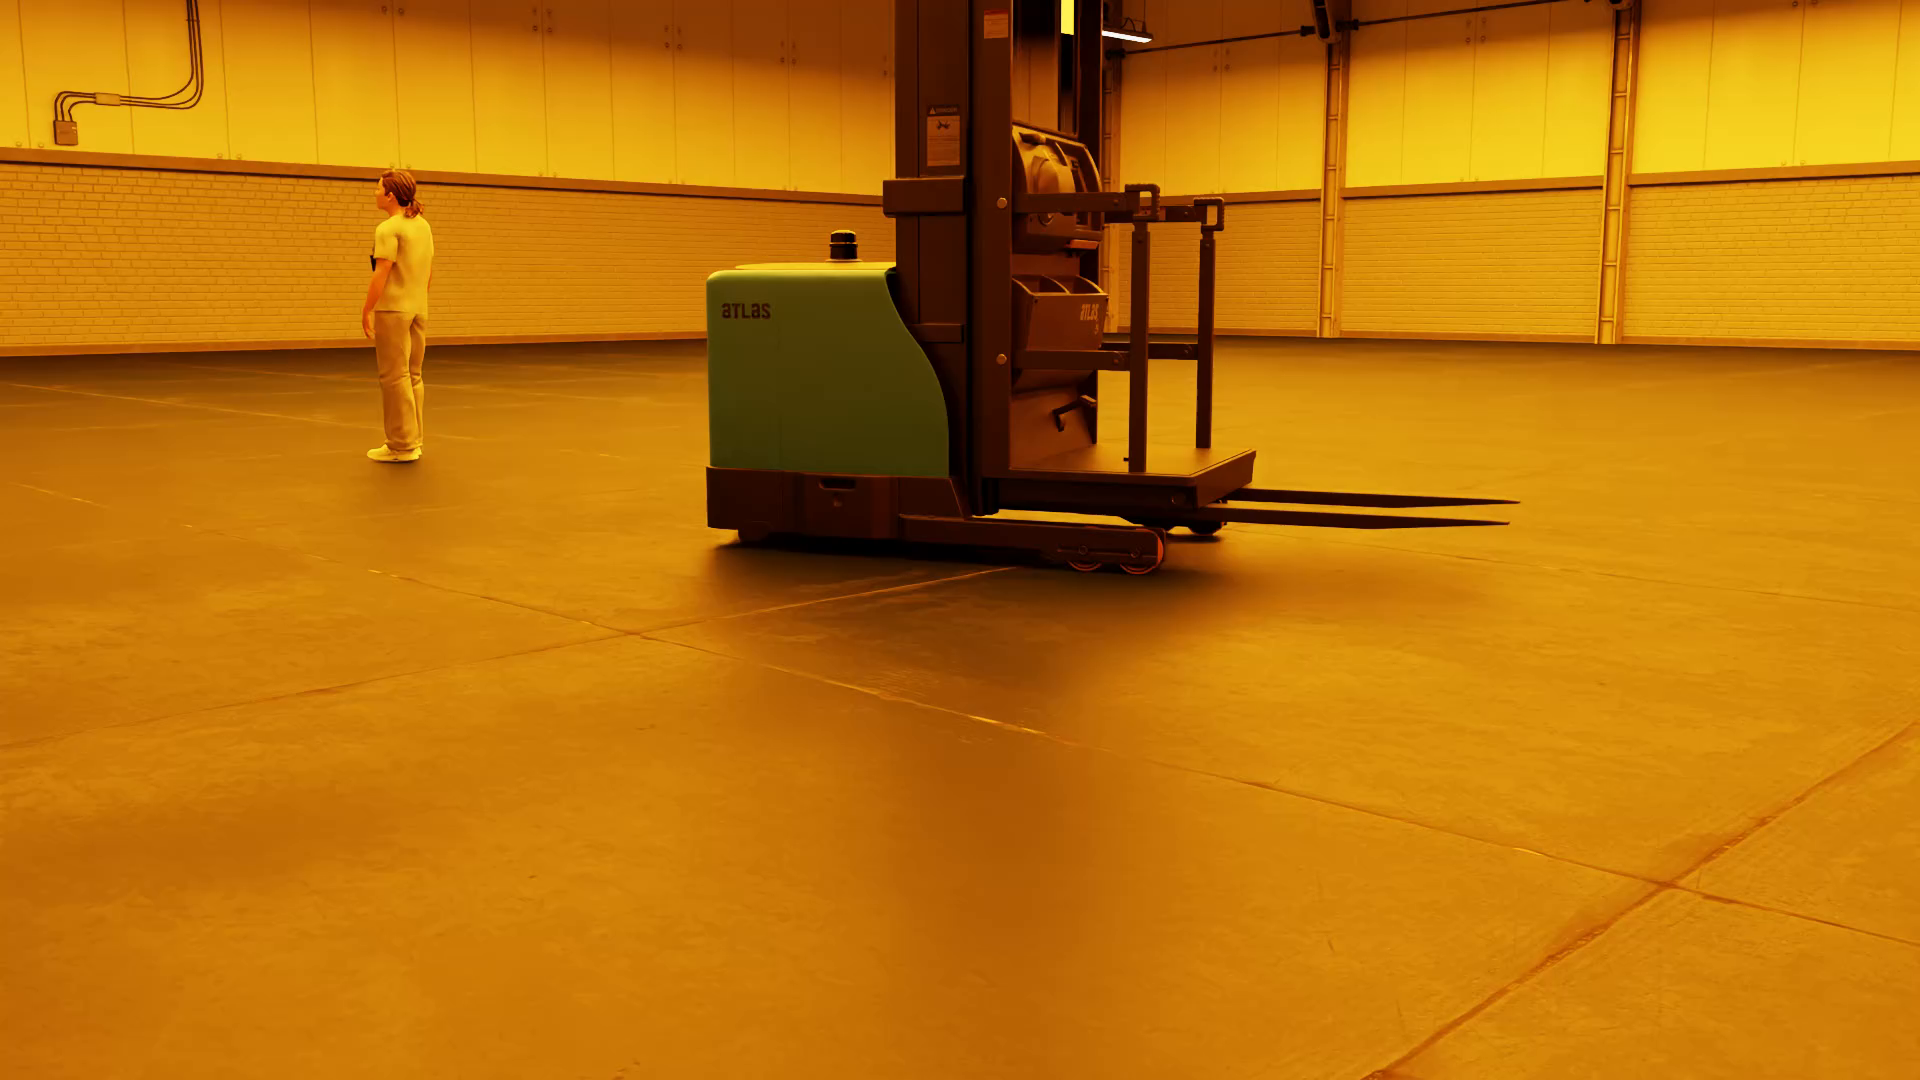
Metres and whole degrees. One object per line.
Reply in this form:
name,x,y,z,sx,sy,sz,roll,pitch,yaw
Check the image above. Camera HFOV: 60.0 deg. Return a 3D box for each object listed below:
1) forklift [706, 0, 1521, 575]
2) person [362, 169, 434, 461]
forklift,0.565,-1.416,6.275,3.031,2.935,1.130,3,9,22
person,-3.316,-1.293,9.662,0.533,1.665,0.549,3,9,17
